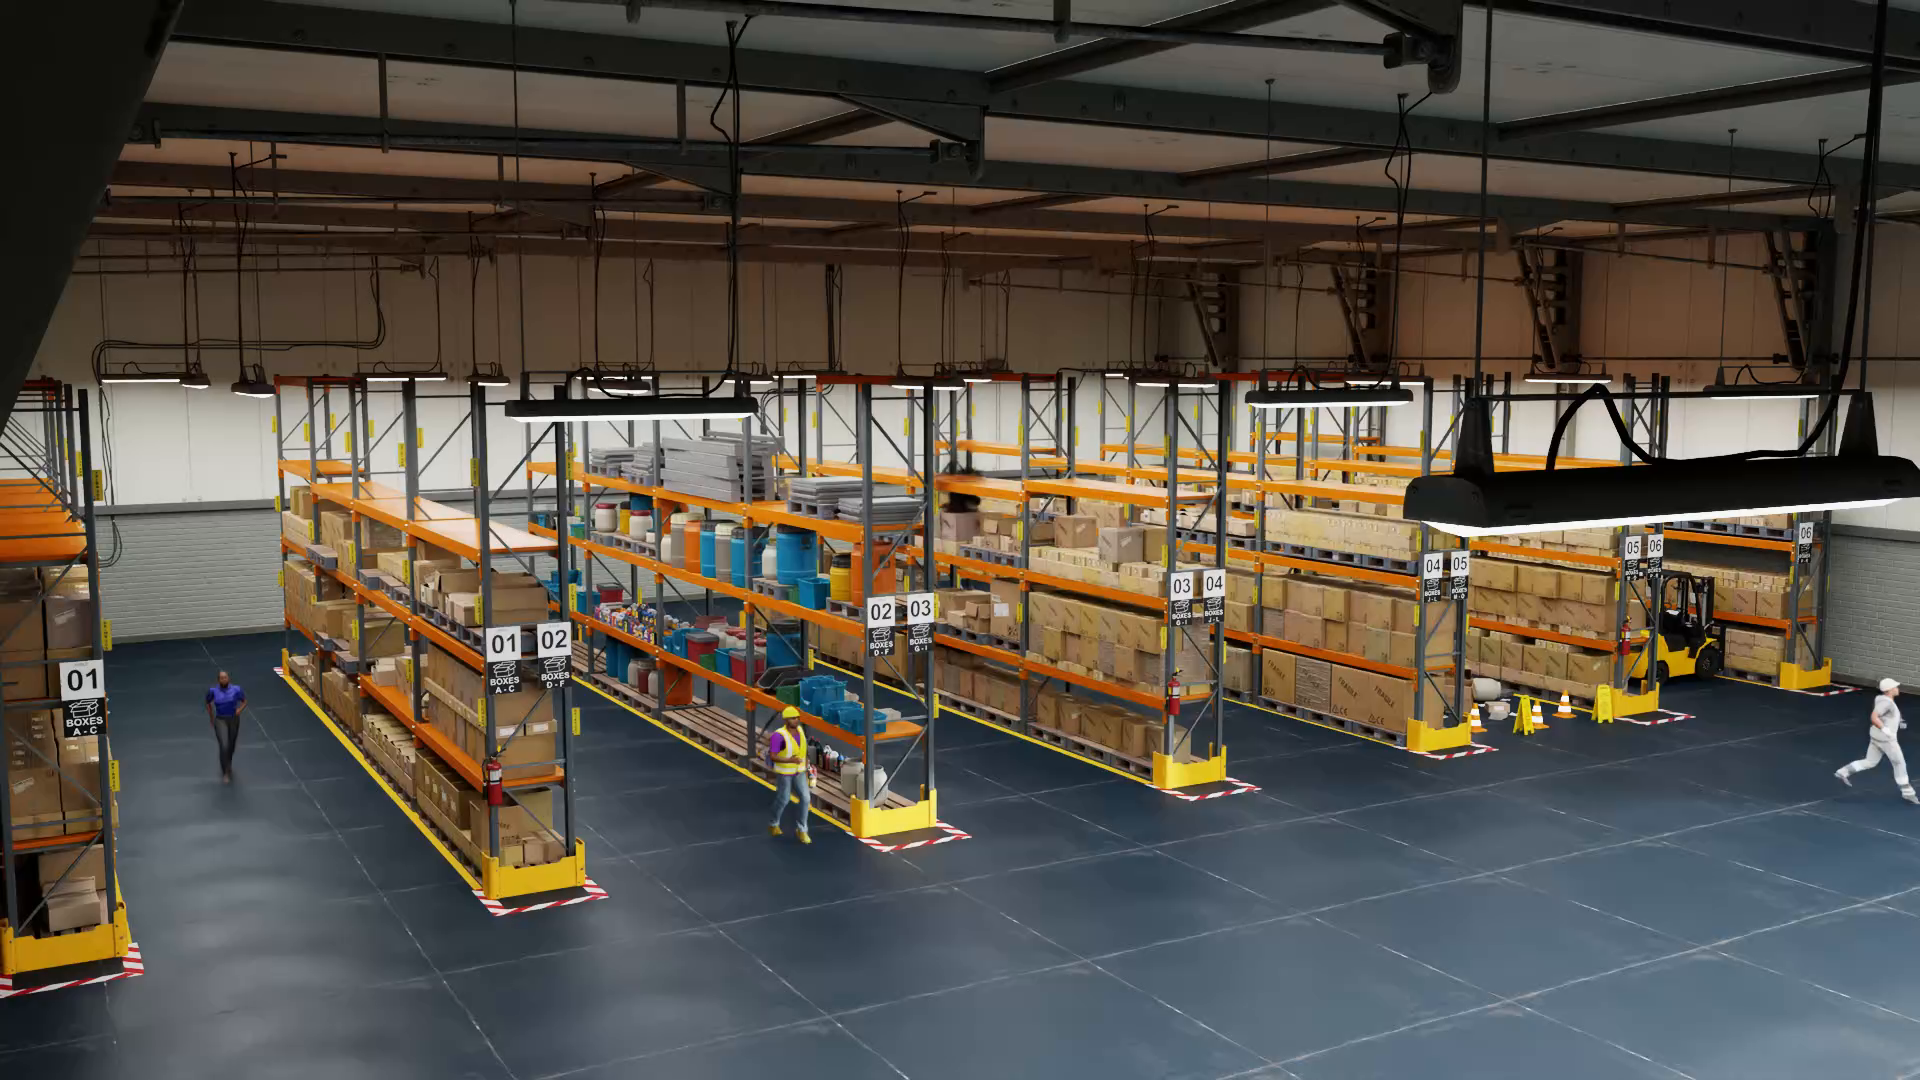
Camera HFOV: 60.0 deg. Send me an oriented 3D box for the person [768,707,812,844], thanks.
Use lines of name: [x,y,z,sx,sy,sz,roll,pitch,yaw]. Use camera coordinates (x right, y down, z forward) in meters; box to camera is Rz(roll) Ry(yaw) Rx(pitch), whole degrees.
person: [-2.220,3.089,21.800,0.716,1.850,0.756,-6,9,-43]

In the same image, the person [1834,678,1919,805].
person: [13.165,2.851,23.769,1.172,1.790,0.623,1,6,9]

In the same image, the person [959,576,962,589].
person: [-0.081,0.786,42.732,0.689,1.812,0.763,5,8,39]

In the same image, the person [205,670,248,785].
person: [-11.032,2.774,25.045,0.575,1.693,0.812,-4,7,-32]
